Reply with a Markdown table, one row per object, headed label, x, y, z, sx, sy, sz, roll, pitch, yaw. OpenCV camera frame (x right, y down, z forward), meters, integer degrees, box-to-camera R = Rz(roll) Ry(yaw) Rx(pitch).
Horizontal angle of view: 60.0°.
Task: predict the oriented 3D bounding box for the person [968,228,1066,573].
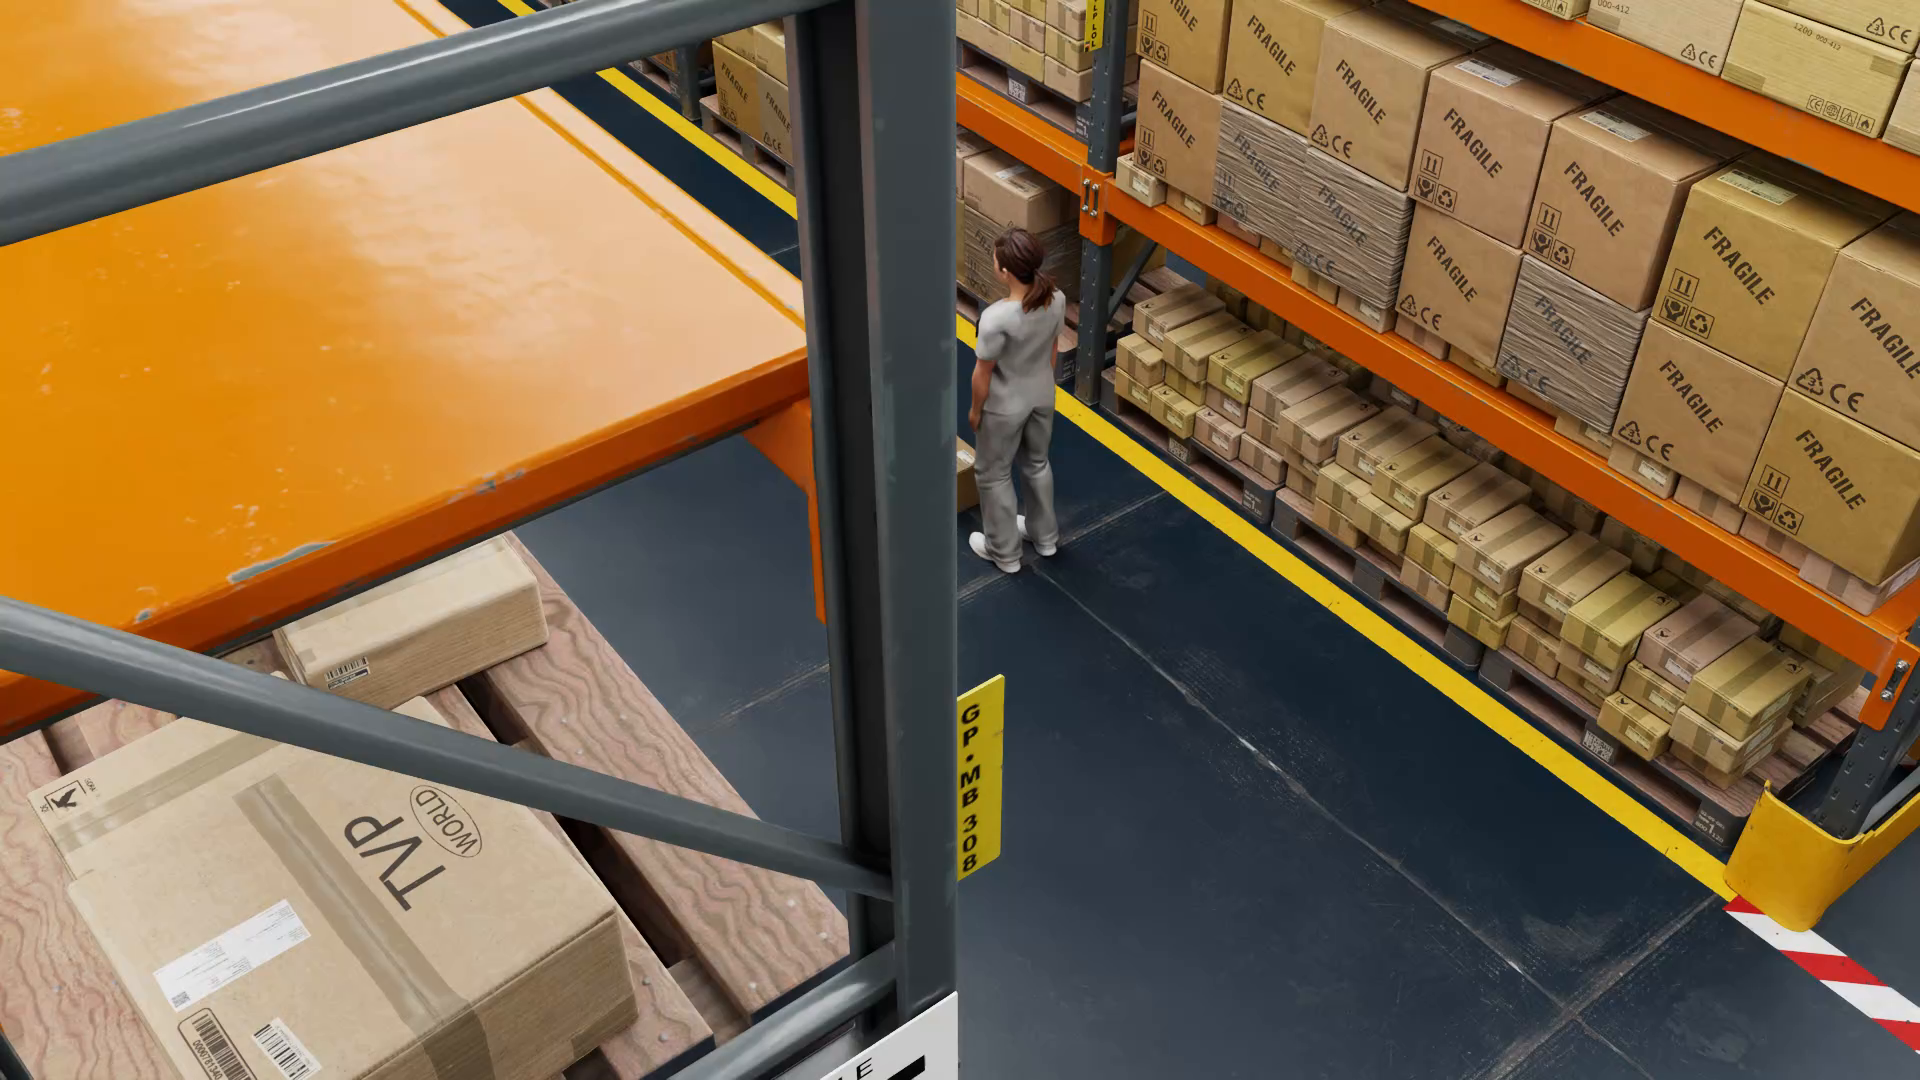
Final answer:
| label | x | y | z | sx | sy | sz | roll | pitch | yaw |
| --- | --- | --- | --- | --- | --- | --- | --- | --- | --- |
| person | 0.241 | -0.576 | 7.100 | 0.439 | 1.674 | 0.359 | -26 | 47 | -27 |
